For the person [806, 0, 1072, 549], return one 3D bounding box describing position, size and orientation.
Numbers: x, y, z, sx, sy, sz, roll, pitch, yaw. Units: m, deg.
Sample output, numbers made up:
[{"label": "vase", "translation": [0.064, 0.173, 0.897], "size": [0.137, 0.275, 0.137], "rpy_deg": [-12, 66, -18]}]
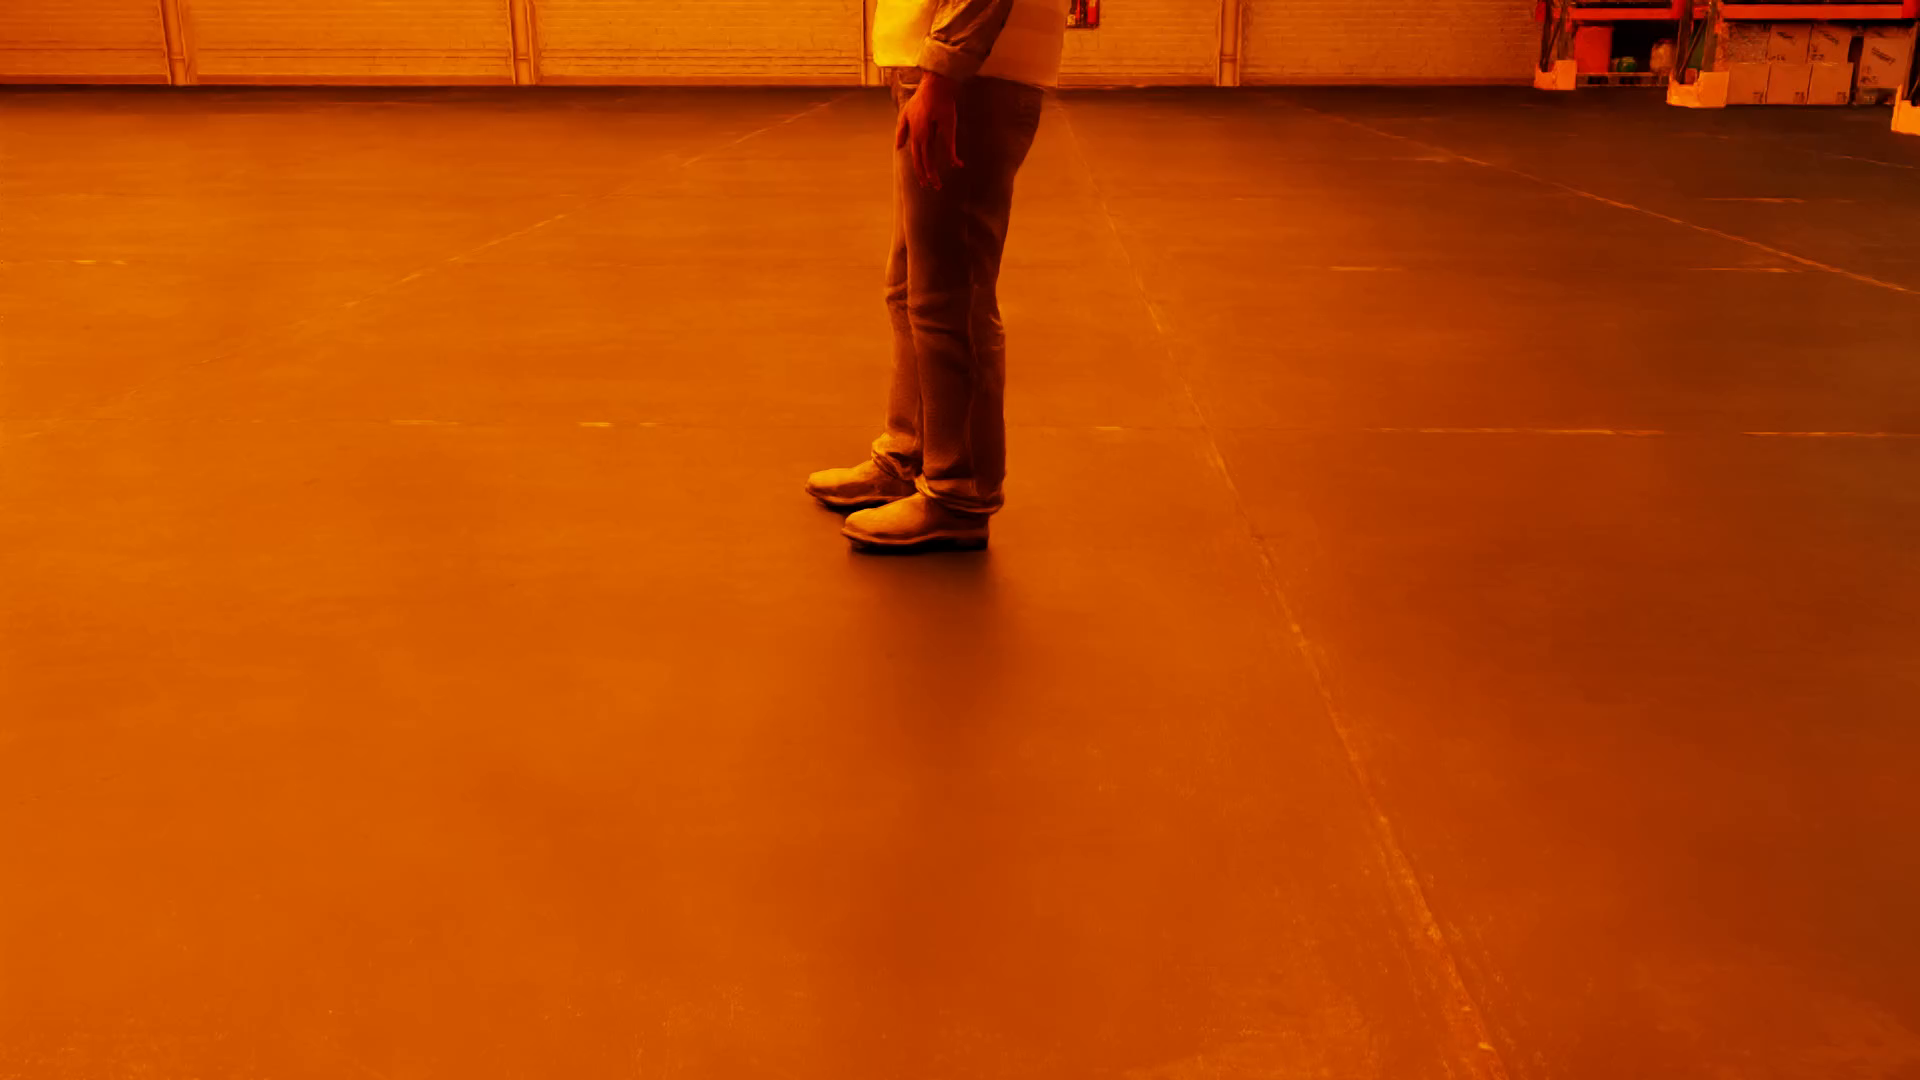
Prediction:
[{"label": "person", "translation": [-0.062, -0.857, 3.116], "size": [0.567, 1.773, 0.632], "rpy_deg": [1, 17, 2]}]
